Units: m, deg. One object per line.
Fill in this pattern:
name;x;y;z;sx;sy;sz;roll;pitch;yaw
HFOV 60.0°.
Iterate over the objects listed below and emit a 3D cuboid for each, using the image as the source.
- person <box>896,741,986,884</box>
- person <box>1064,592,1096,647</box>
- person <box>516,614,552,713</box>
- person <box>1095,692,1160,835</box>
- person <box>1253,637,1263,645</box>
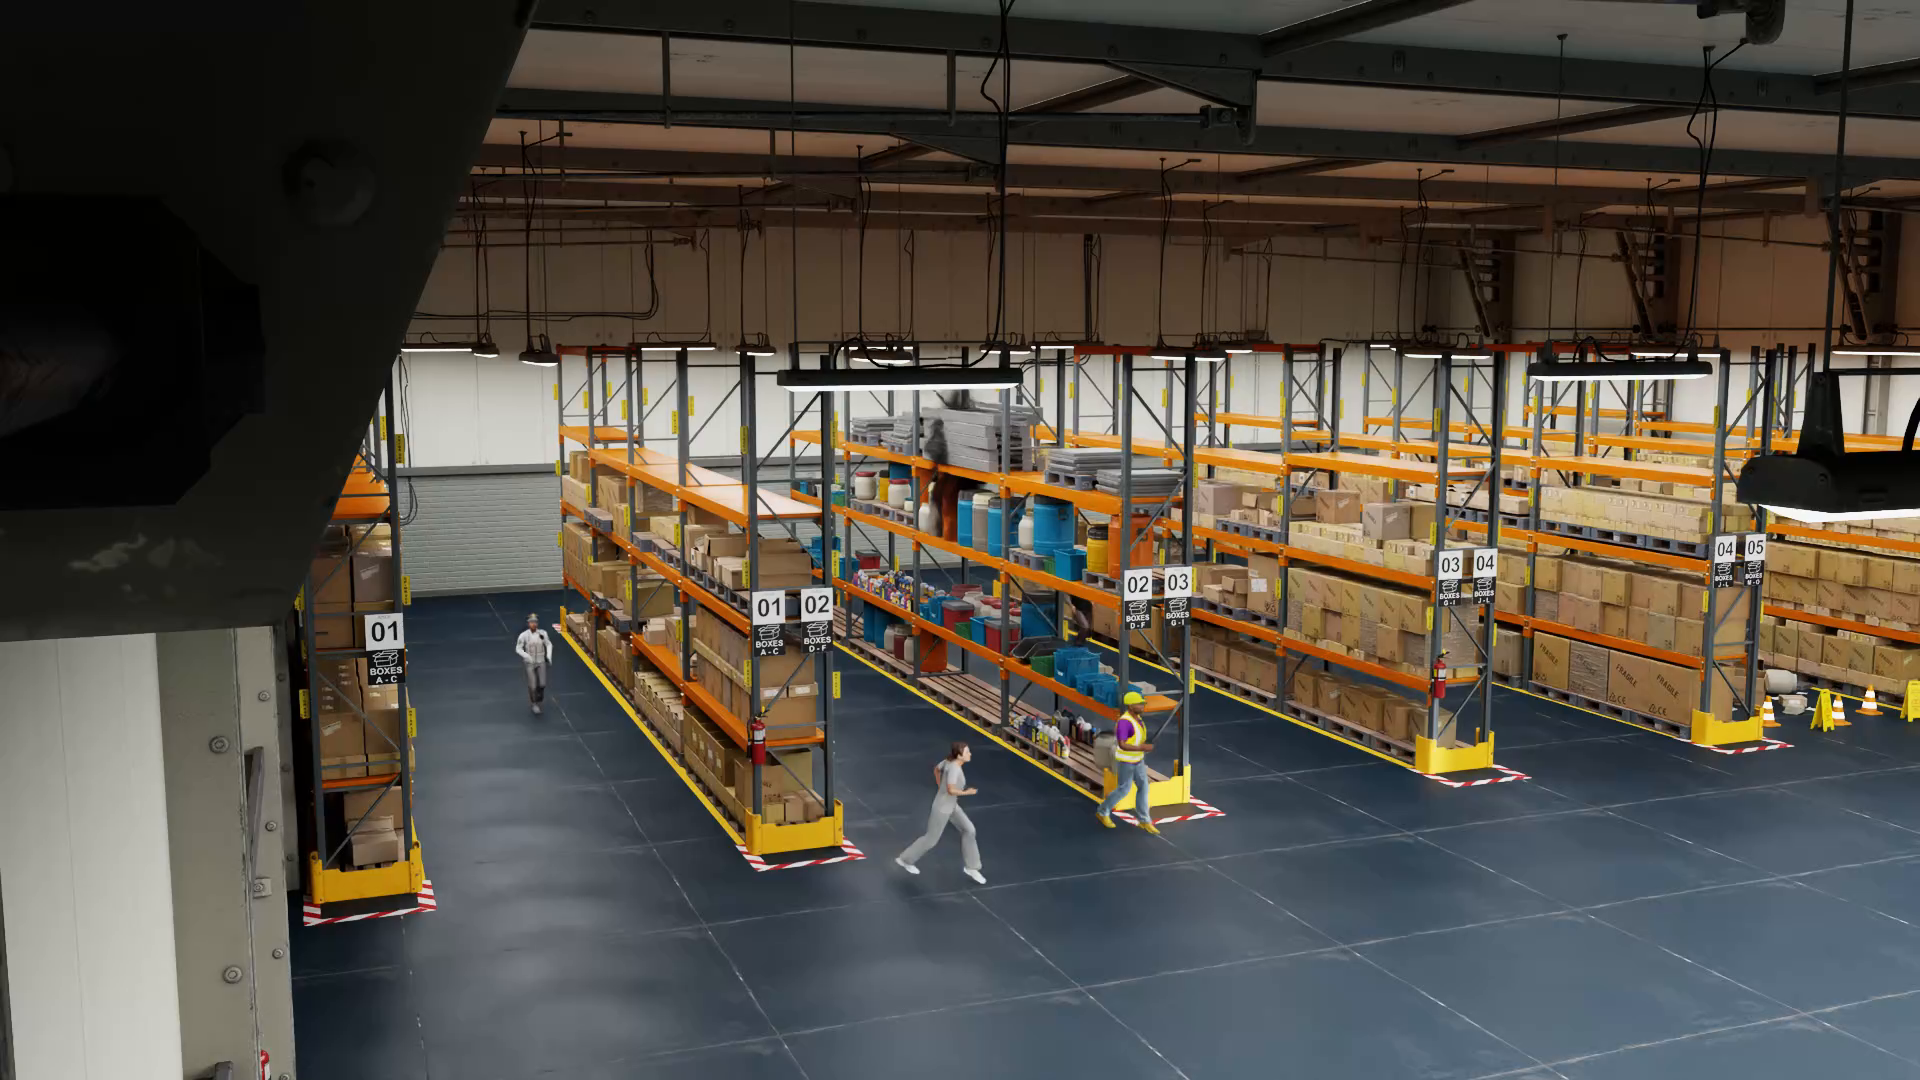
person;-0.217;3.118;19.013;1.038;1.670;0.569;1;7;8
person;2.306;1.340;31.528;0.660;1.679;0.673;-2;8;-15
person;-7.017;2.037;27.487;0.612;1.653;0.524;-3;8;-23
person;2.127;2.802;20.950;0.829;1.814;0.721;4;8;27
person;6.068;1.399;31.954;0.667;1.785;0.956;-3;8;-25
